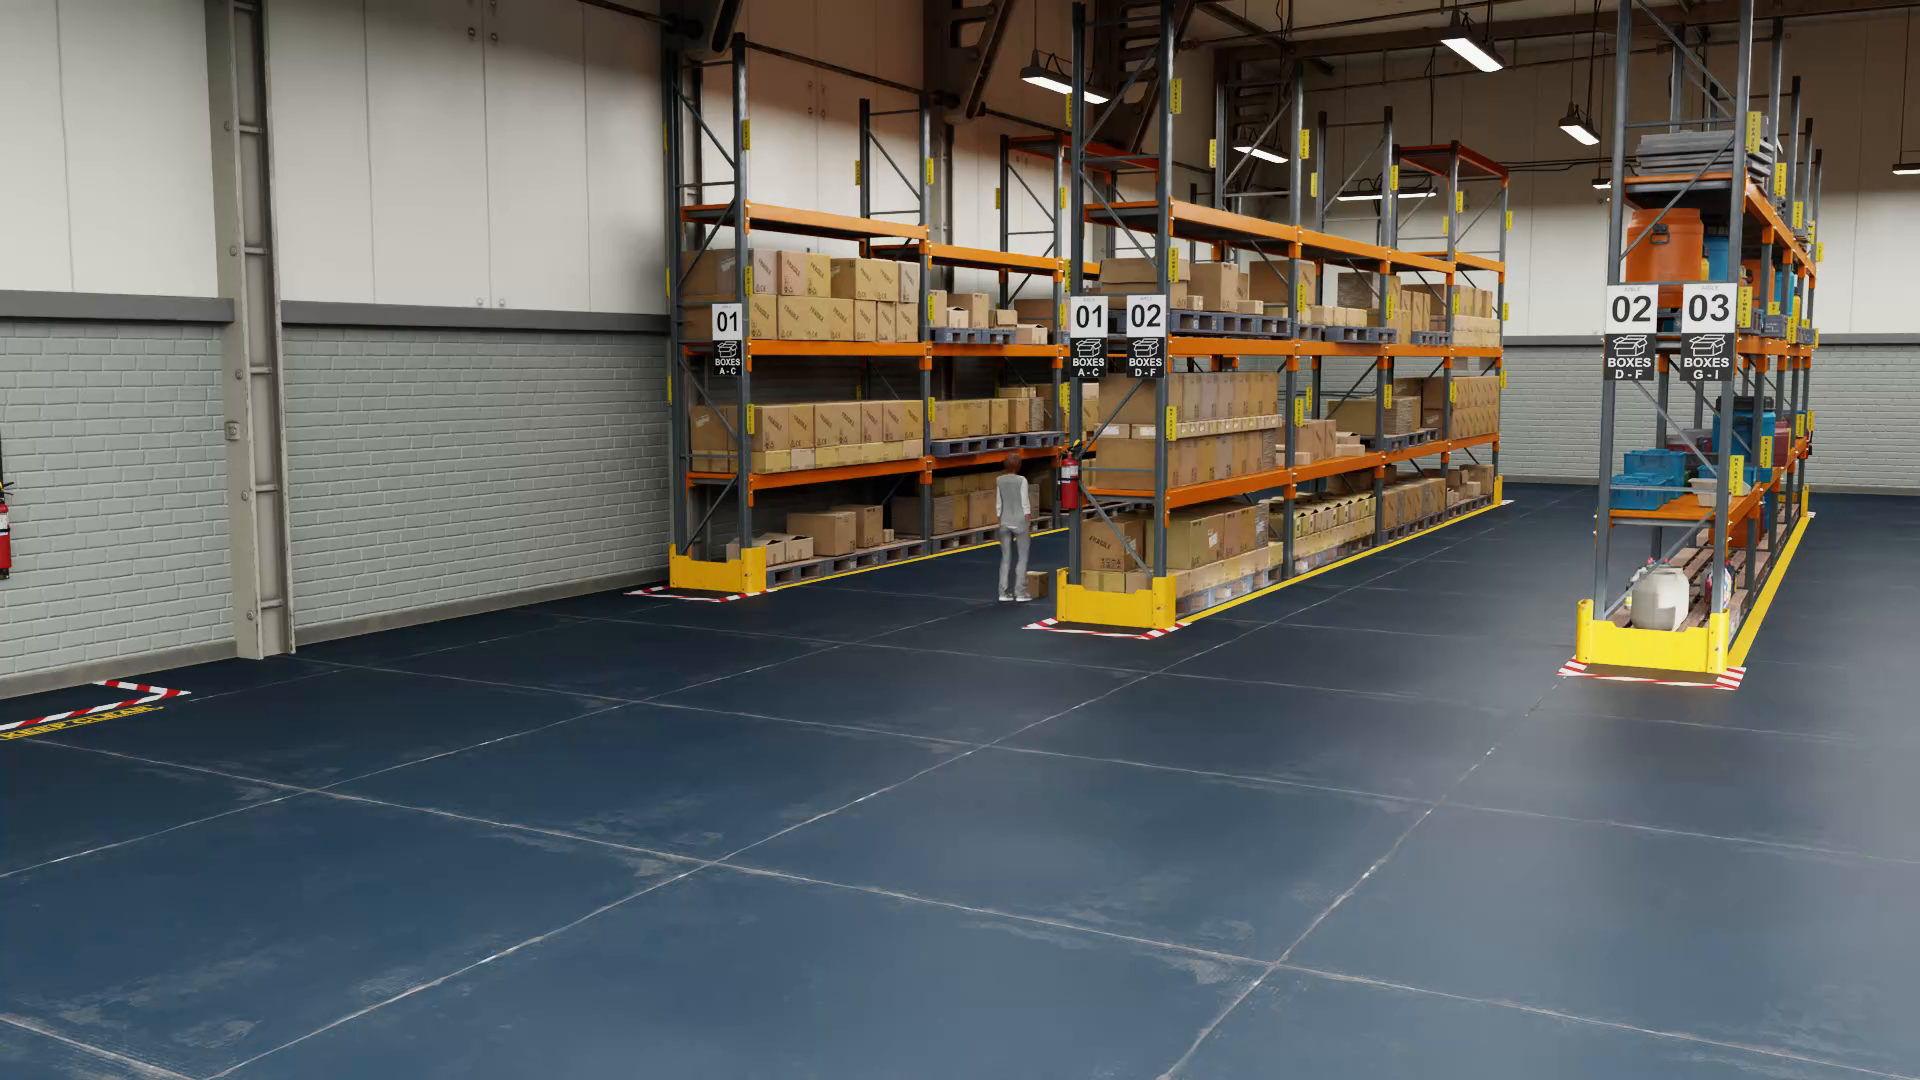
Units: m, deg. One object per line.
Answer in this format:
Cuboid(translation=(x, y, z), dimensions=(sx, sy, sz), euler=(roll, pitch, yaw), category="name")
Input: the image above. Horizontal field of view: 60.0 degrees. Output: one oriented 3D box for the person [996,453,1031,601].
Cuboid(translation=(0.568, -0.131, 17.845), dimensions=(0.407, 1.589, 0.299), euler=(4, 7, 30), category="person")
